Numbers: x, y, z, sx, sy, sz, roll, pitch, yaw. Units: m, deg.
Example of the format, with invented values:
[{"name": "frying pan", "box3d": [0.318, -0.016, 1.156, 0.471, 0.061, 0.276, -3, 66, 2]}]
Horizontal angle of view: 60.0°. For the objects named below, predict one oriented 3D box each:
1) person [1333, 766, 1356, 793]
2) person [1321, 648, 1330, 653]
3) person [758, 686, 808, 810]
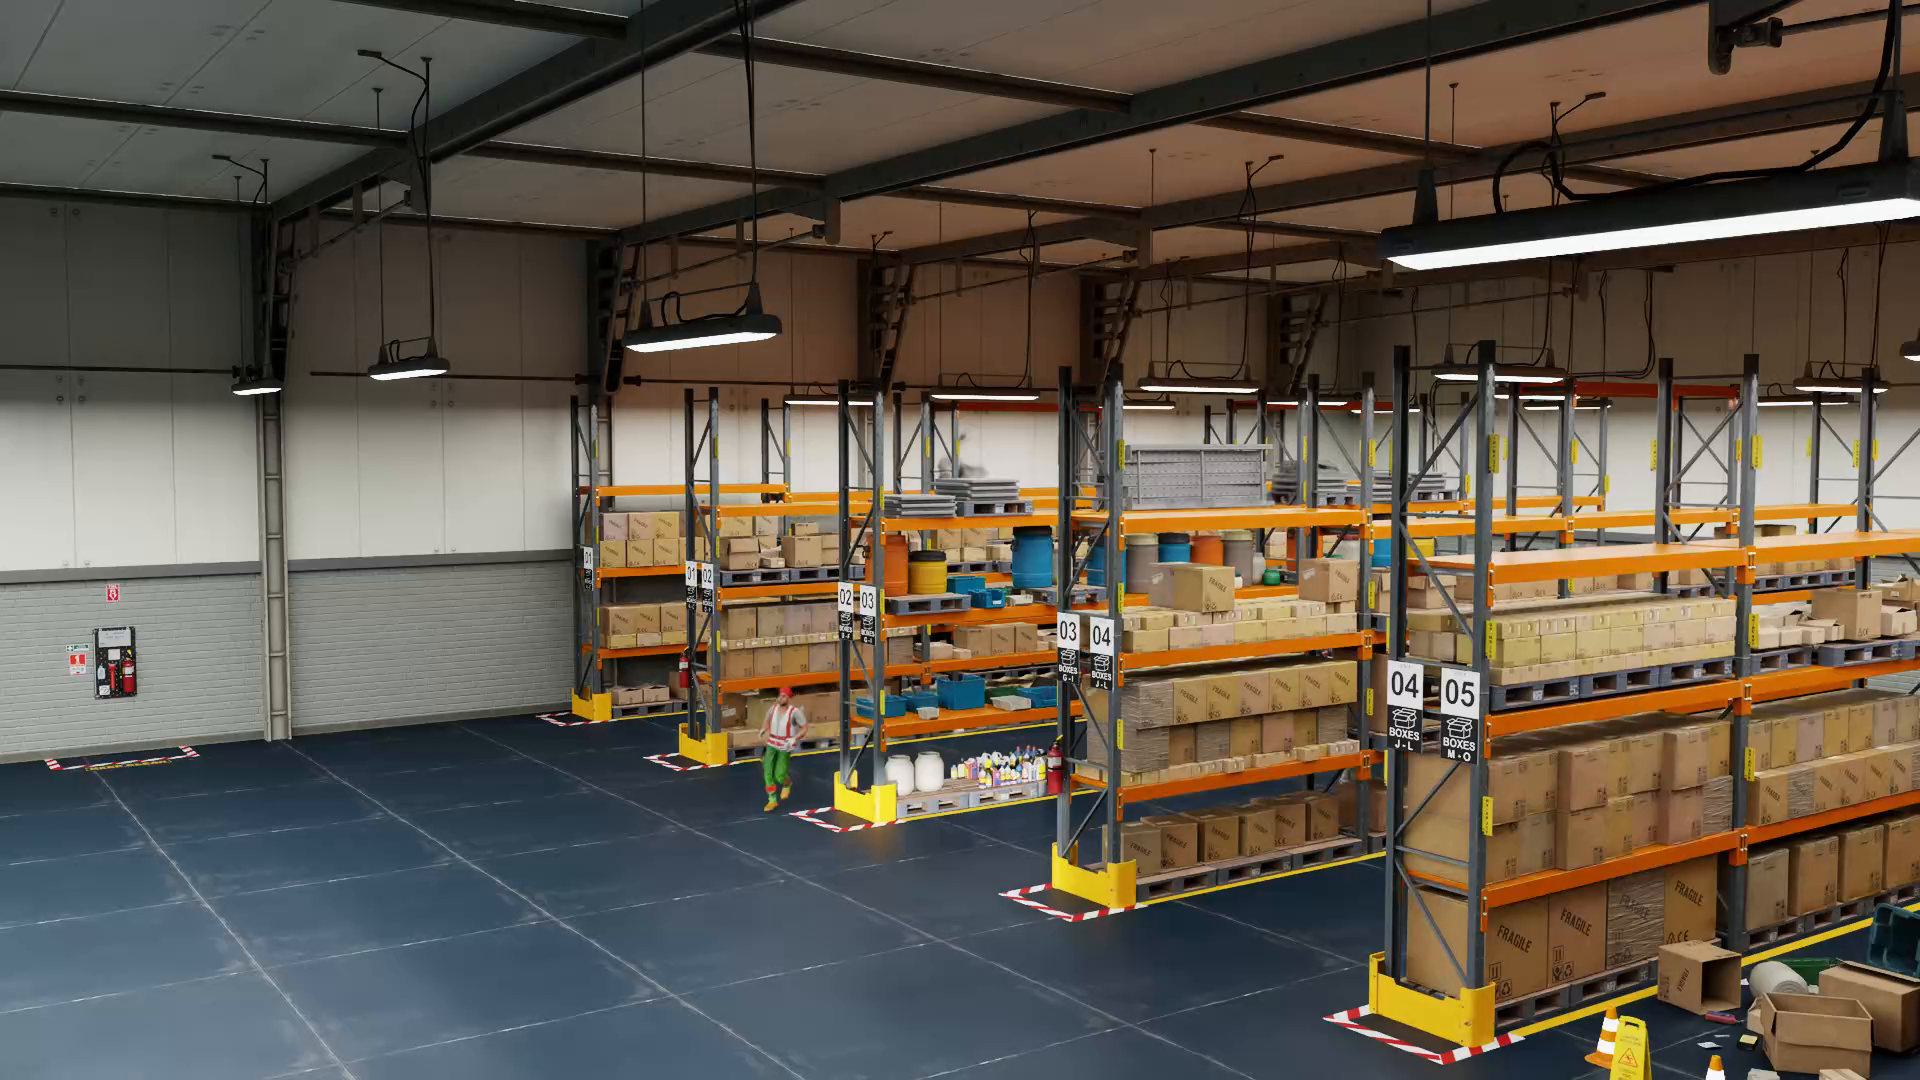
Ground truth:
[{"name": "person", "box3d": [5.732, 2.842, 24.579, 0.606, 1.666, 0.924, 3, 5, 42]}, {"name": "person", "box3d": [7.144, 2.322, 32.038, 0.695, 1.761, 0.958, 3, 5, 42]}, {"name": "person", "box3d": [-2.477, 2.905, 23.346, 0.692, 1.731, 0.656, 2, 4, 24]}]
